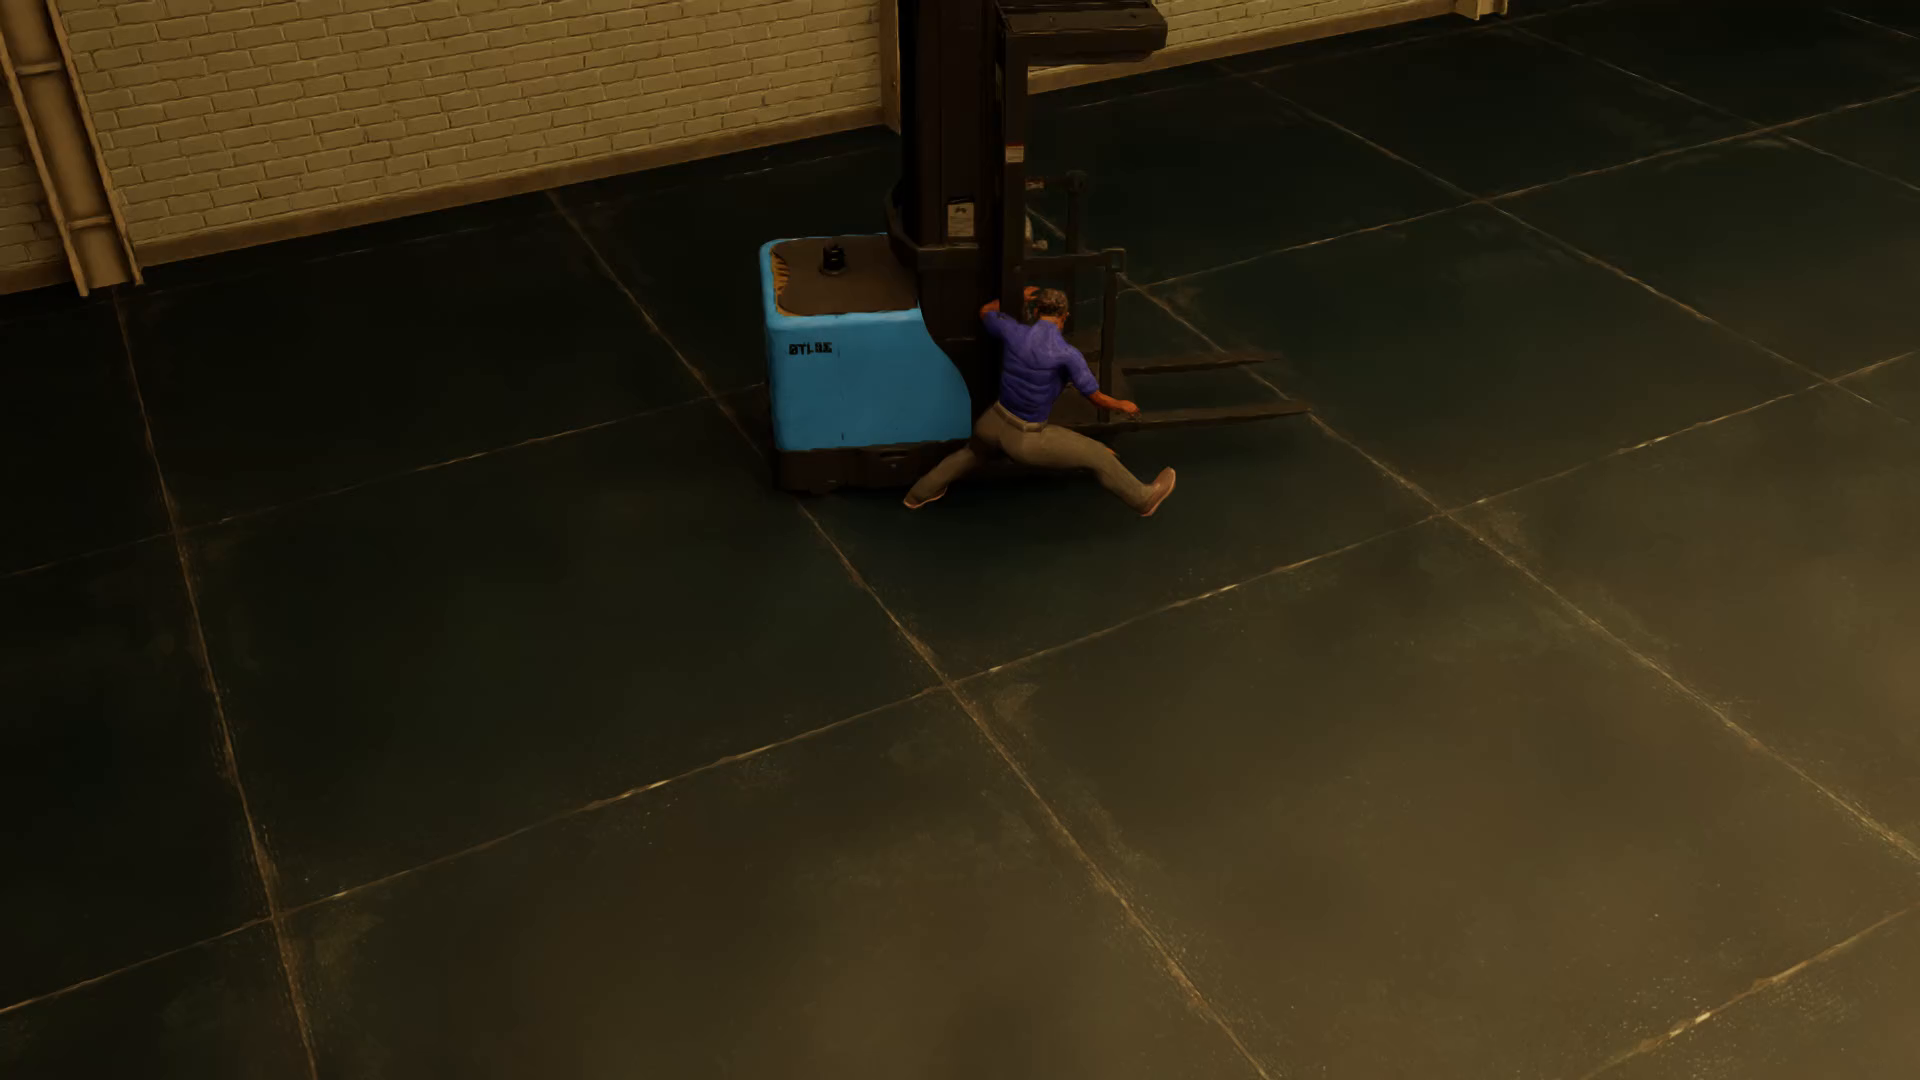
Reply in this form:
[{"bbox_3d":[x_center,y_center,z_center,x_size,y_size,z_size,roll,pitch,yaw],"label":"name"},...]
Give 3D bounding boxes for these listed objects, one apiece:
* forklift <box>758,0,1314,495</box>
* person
[{"bbox_3d":[0.441,-1.818,8.695,3.031,2.935,1.130,-5,36,-7],"label":"forklift"},{"bbox_3d":[0.415,-0.685,8.528,1.144,1.288,0.973,28,44,34],"label":"person"}]
